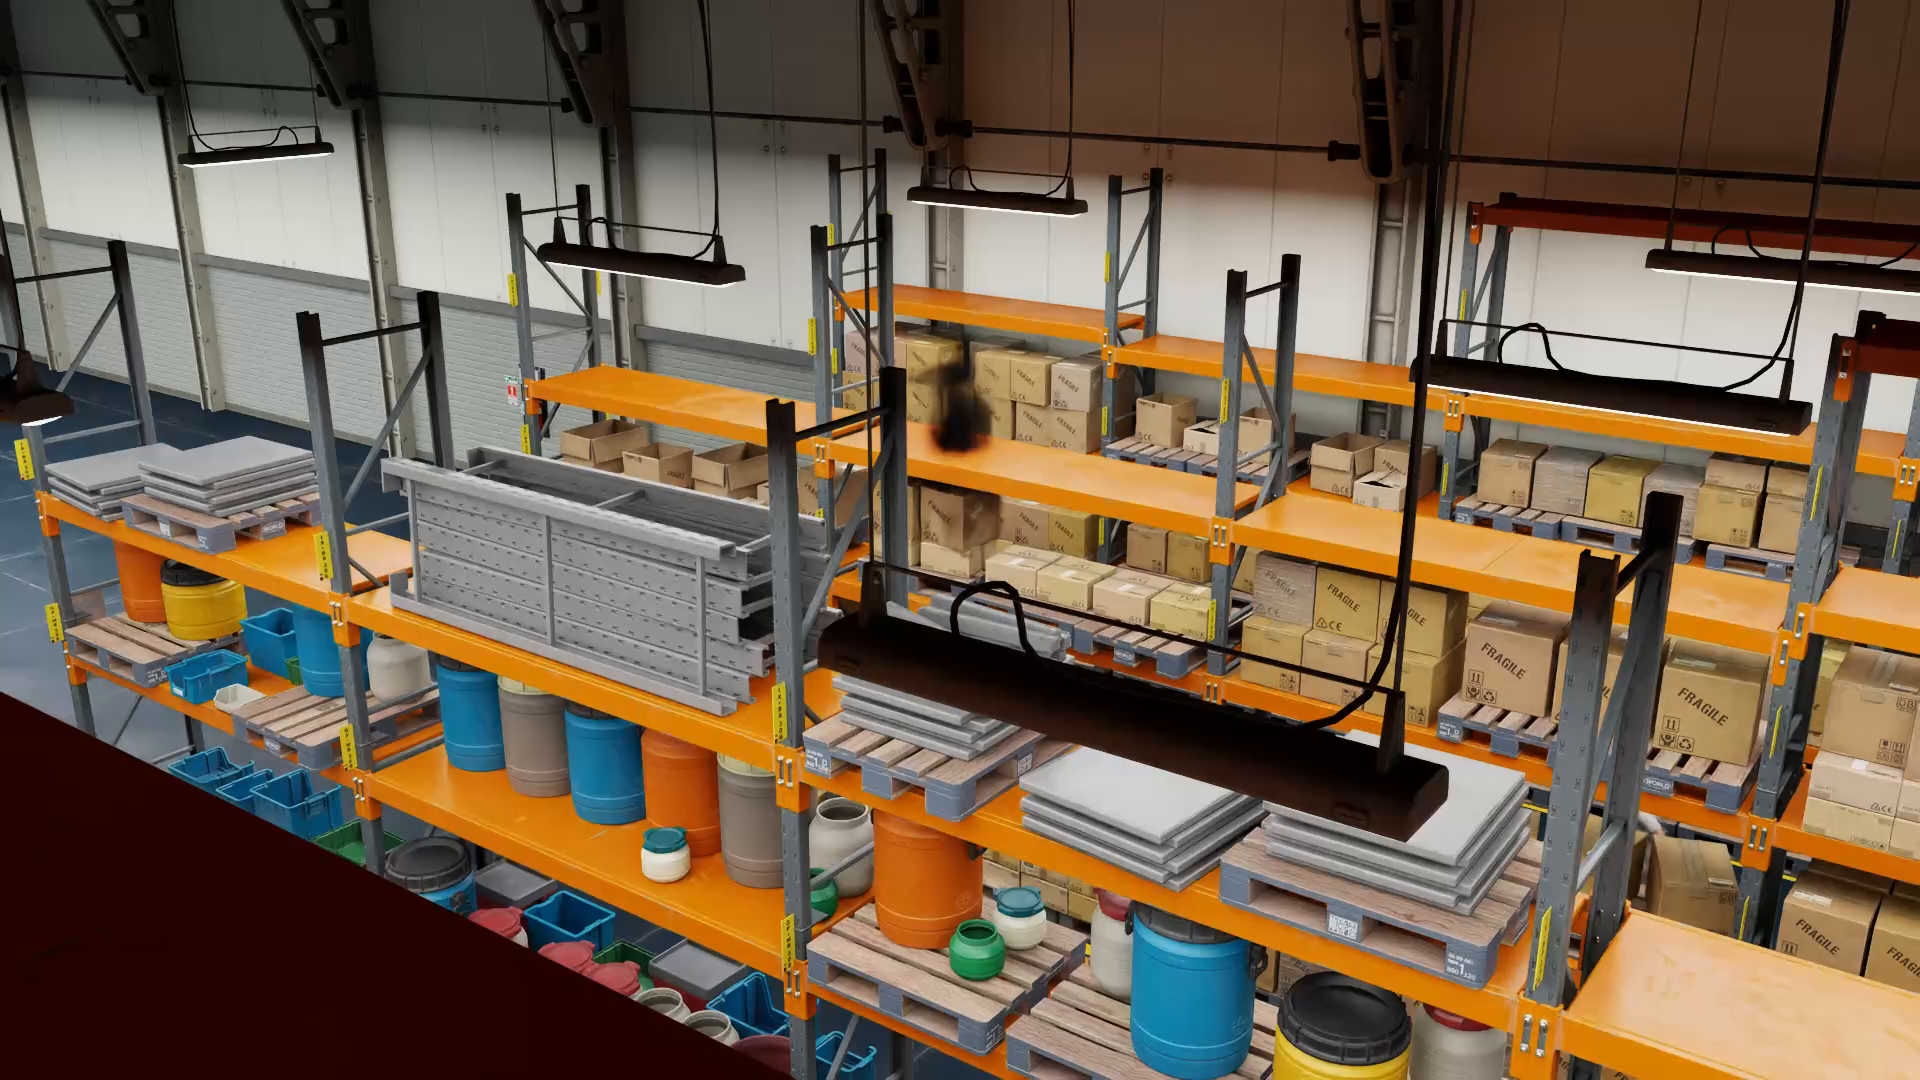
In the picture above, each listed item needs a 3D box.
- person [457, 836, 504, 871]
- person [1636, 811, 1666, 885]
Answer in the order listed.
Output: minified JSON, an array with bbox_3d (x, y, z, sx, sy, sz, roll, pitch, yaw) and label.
[{"bbox_3d":[-4.004,2.626,14.529,0.761,1.759,0.767,-6,19,-17],"label":"person"},{"bbox_3d":[5.867,2.780,14.312,0.869,1.564,0.566,9,20,24],"label":"person"}]
